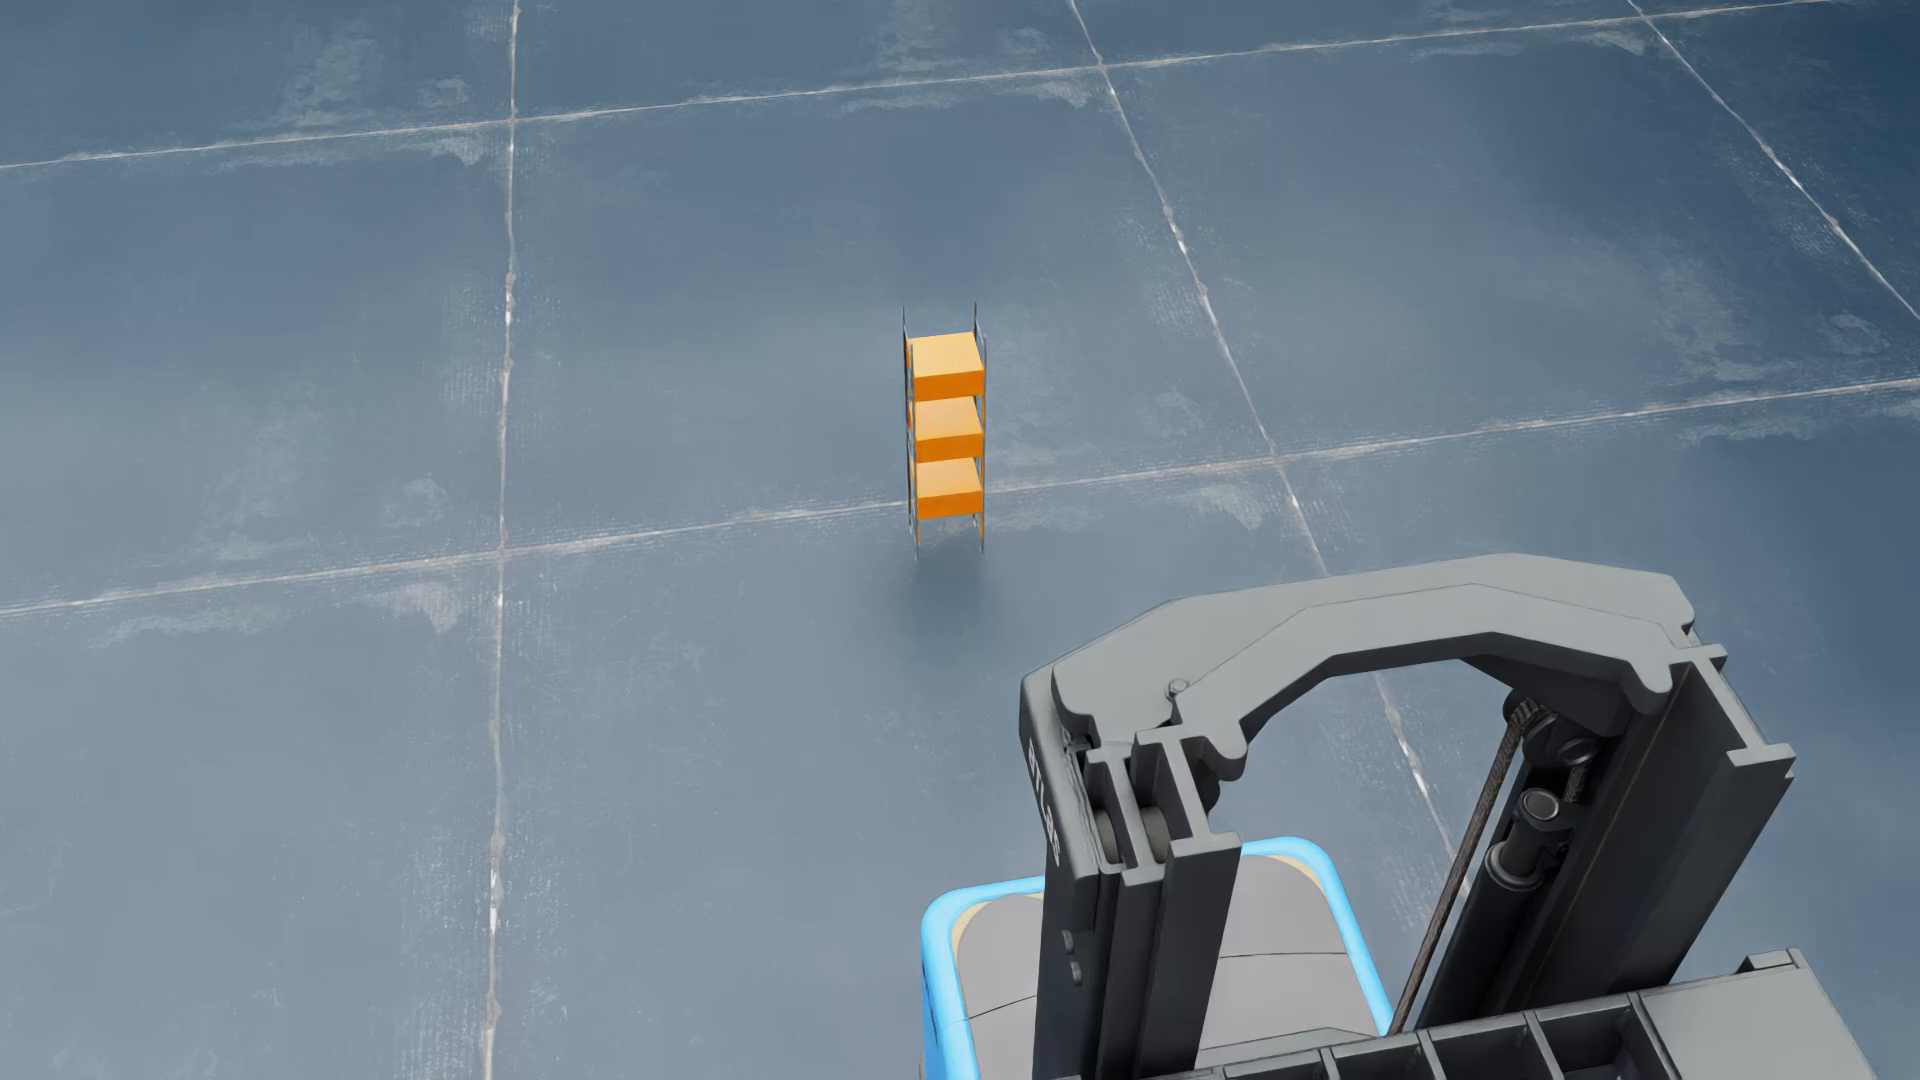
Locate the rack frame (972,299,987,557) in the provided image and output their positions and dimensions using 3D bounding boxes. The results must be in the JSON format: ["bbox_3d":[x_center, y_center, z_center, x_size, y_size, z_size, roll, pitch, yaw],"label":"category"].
[{"bbox_3d":[0.067,-0.373,5.880,0.008,1.050,0.200,-7,46,-7],"label":"rack frame"}]

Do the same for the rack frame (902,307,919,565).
[{"bbox_3d":[-0.173,-0.343,5.851,0.008,1.050,0.200,-7,46,-7],"label":"rack frame"}]

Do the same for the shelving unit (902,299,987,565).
[{"bbox_3d":[-0.053,-0.358,5.866,0.252,1.050,0.215,-7,46,-7],"label":"shelving unit"}]

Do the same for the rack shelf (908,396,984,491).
[{"bbox_3d":[-0.053,-0.350,5.873,0.240,0.259,0.215,-7,46,-7],"label":"rack shelf"}]

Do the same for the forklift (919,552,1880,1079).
[{"bbox_3d":[0.667,1.553,2.718,1.130,2.935,3.031,-8,47,-7],"label":"forklift"}]

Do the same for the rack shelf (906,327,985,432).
[{"bbox_3d":[-0.053,-0.547,5.669,0.240,0.259,0.215,-7,46,-7],"label":"rack shelf"}]

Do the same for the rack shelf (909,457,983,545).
[{"bbox_3d":[-0.053,-0.158,6.073,0.240,0.259,0.215,-7,46,-7],"label":"rack shelf"}]
